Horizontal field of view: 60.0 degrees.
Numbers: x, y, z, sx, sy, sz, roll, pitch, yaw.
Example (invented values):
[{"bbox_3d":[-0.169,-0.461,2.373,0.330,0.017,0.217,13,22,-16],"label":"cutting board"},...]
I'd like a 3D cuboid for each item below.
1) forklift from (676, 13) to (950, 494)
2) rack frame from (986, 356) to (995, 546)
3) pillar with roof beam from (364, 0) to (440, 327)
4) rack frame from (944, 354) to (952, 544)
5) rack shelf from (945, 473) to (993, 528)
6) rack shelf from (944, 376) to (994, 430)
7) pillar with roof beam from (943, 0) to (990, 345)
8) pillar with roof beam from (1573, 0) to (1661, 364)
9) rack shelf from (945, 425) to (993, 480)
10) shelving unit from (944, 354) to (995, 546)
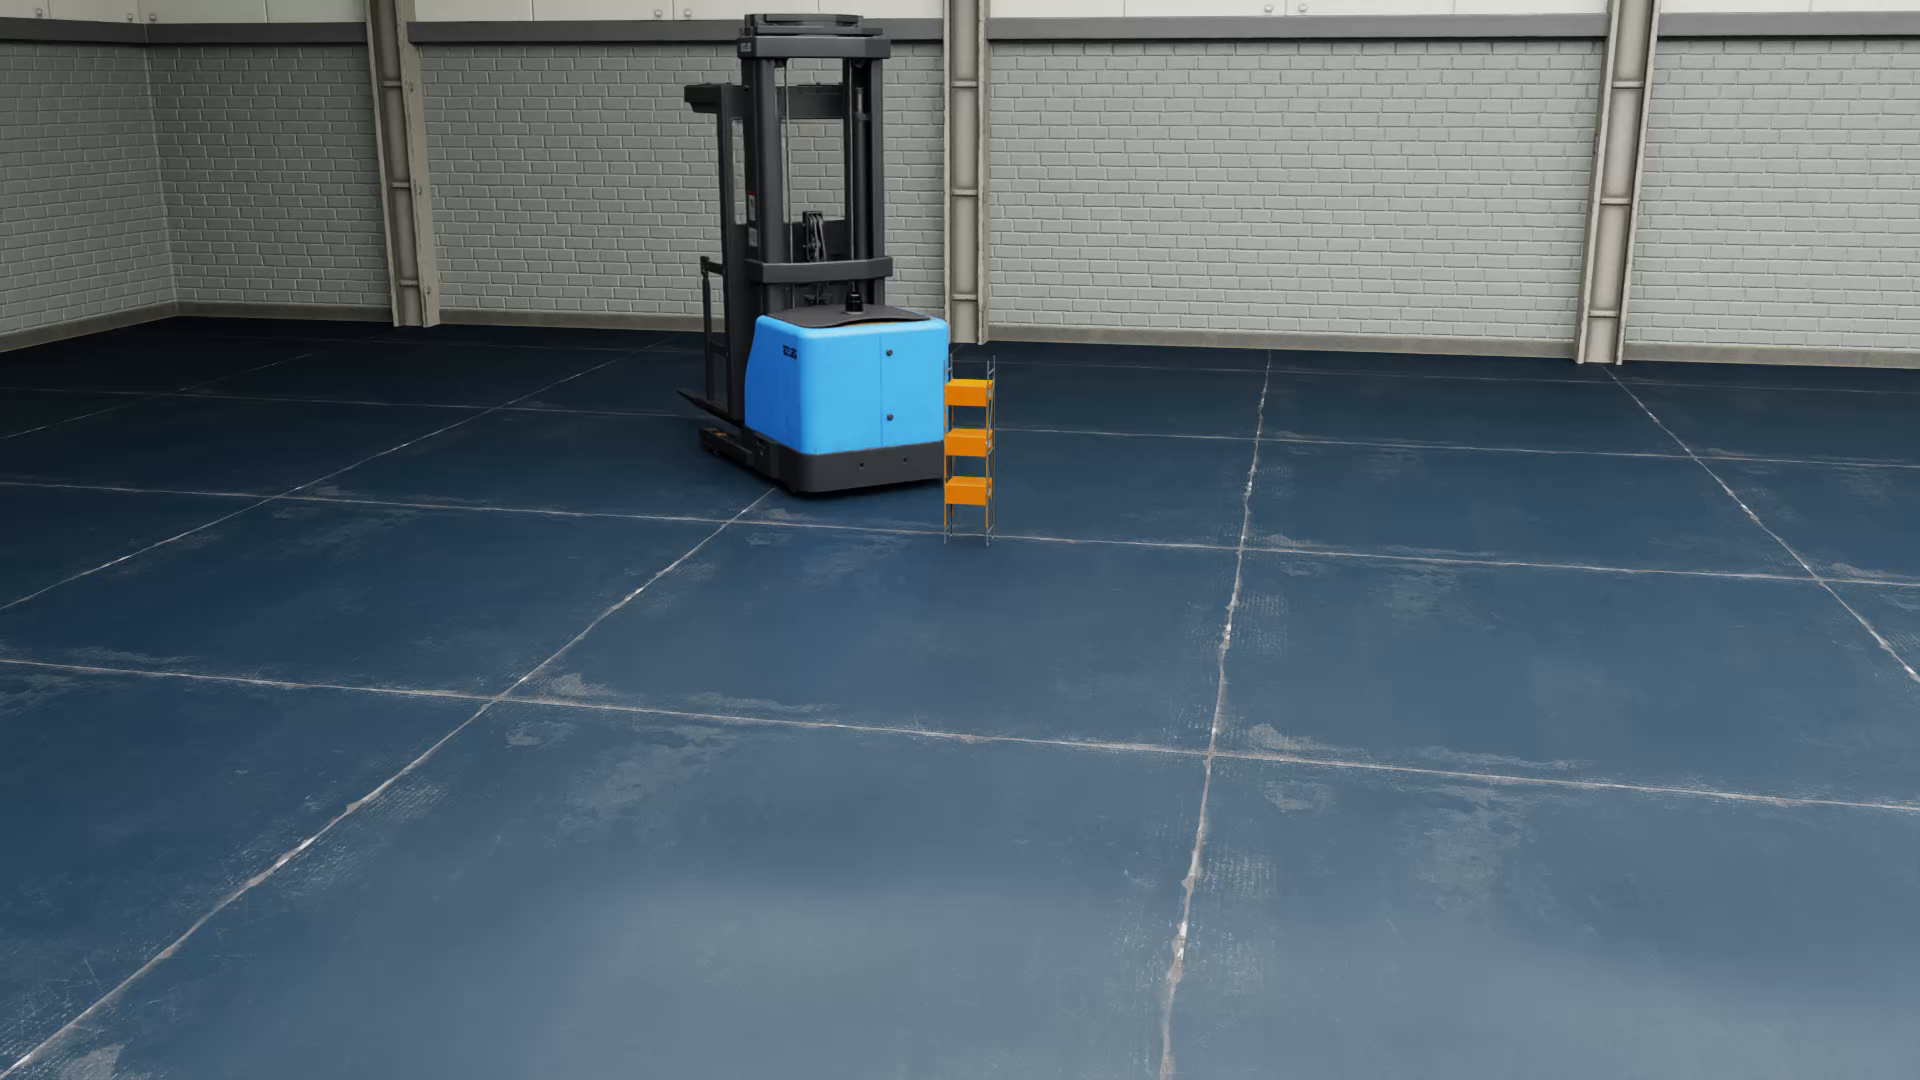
[{"bbox_3d":[-1.191,-2.049,11.397,1.130,2.935,3.031,-8,17,-27],"label":"forklift"},{"bbox_3d":[0.172,-0.497,9.318,0.008,1.050,0.200,3,16,11],"label":"rack frame"},{"bbox_3d":[-6.673,-5.518,12.556,0.400,9.000,9.100,3,16,11],"label":"pillar with roof beam"},{"bbox_3d":[-0.067,-0.510,9.365,0.008,1.050,0.200,3,16,11],"label":"rack frame"},{"bbox_3d":[0.052,-0.225,9.419,0.240,0.259,0.215,3,16,11],"label":"rack shelf"},{"bbox_3d":[0.052,-0.766,9.269,0.240,0.259,0.215,3,16,11],"label":"rack shelf"},{"bbox_3d":[-0.793,-5.199,11.403,0.400,9.000,9.100,3,16,11],"label":"pillar with roof beam"},{"bbox_3d":[5.087,-4.880,10.251,0.400,9.000,9.100,3,16,11],"label":"pillar with roof beam"},{"bbox_3d":[0.052,-0.493,9.344,0.240,0.259,0.215,3,16,11],"label":"rack shelf"},{"bbox_3d":[0.052,-0.503,9.342,0.252,1.050,0.215,3,16,11],"label":"shelving unit"}]
